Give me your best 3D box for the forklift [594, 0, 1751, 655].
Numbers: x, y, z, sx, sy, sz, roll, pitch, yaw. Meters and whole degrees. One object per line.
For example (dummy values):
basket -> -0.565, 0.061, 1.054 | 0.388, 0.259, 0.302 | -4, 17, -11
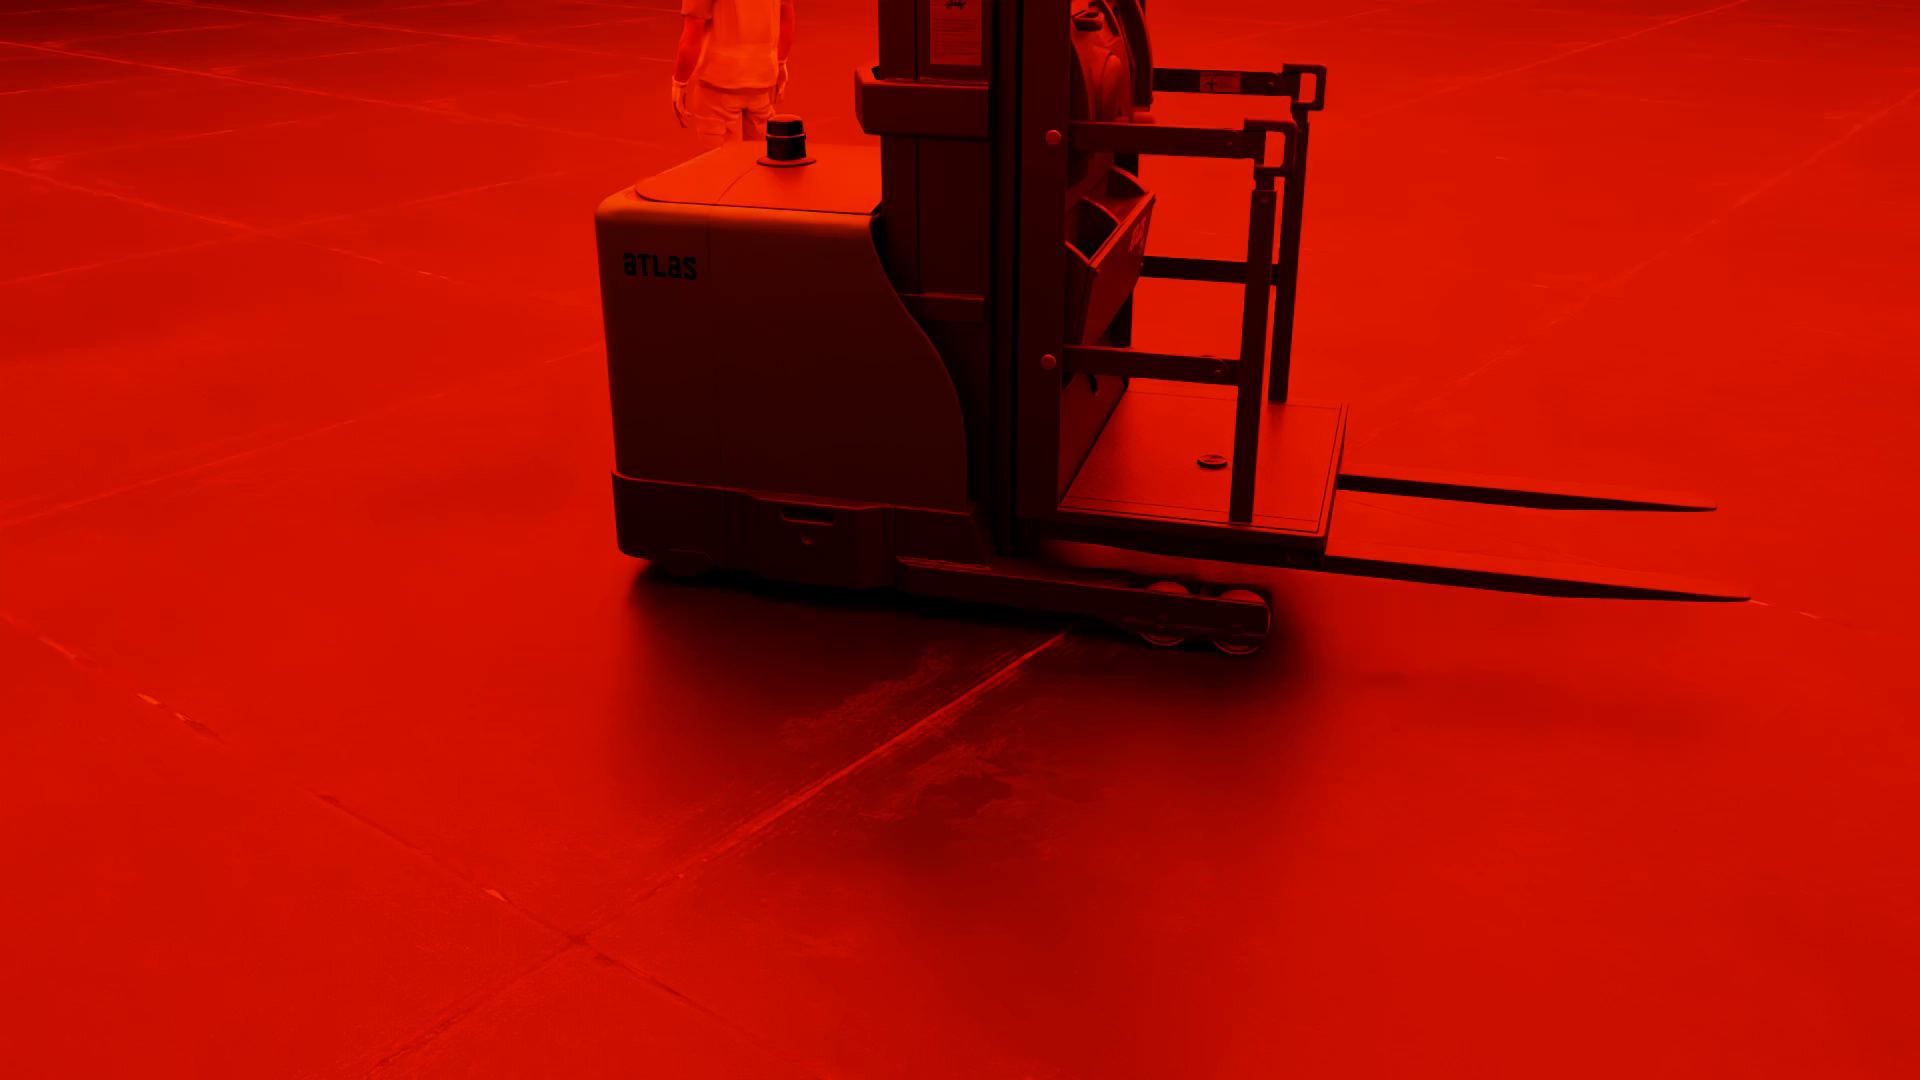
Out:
forklift -> 0.587, -1.281, 4.284 | 3.031, 2.935, 1.130 | 6, 24, 14

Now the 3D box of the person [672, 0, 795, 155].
person -> -1.065, -2.073, 7.528 | 0.638, 1.787, 0.564 | -21, 31, -40
